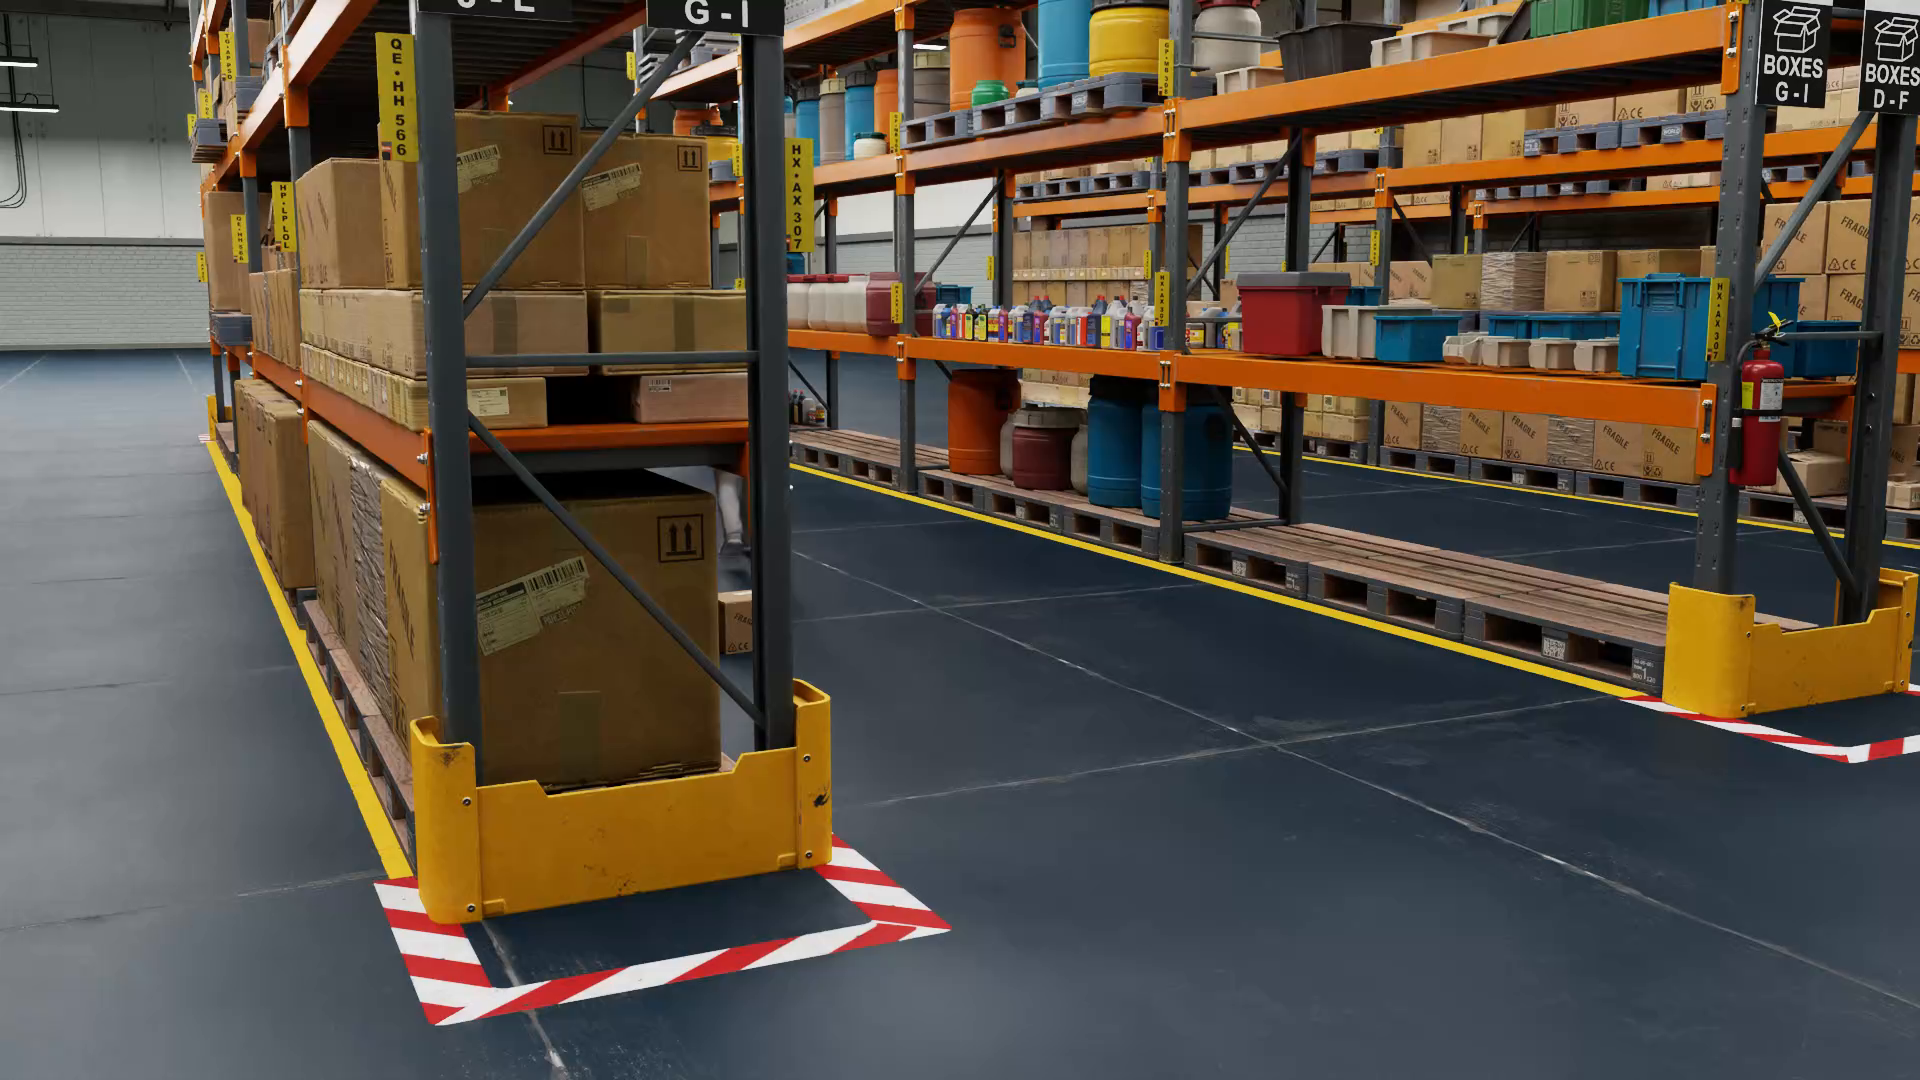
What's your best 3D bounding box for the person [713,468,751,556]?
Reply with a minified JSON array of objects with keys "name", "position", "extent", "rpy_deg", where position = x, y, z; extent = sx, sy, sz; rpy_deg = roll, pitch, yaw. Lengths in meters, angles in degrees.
[{"name":"person","position":[-1.401,-0.703,10.399],"extent":[0.456,1.633,0.961],"rpy_deg":[-2,9,-13]}]
